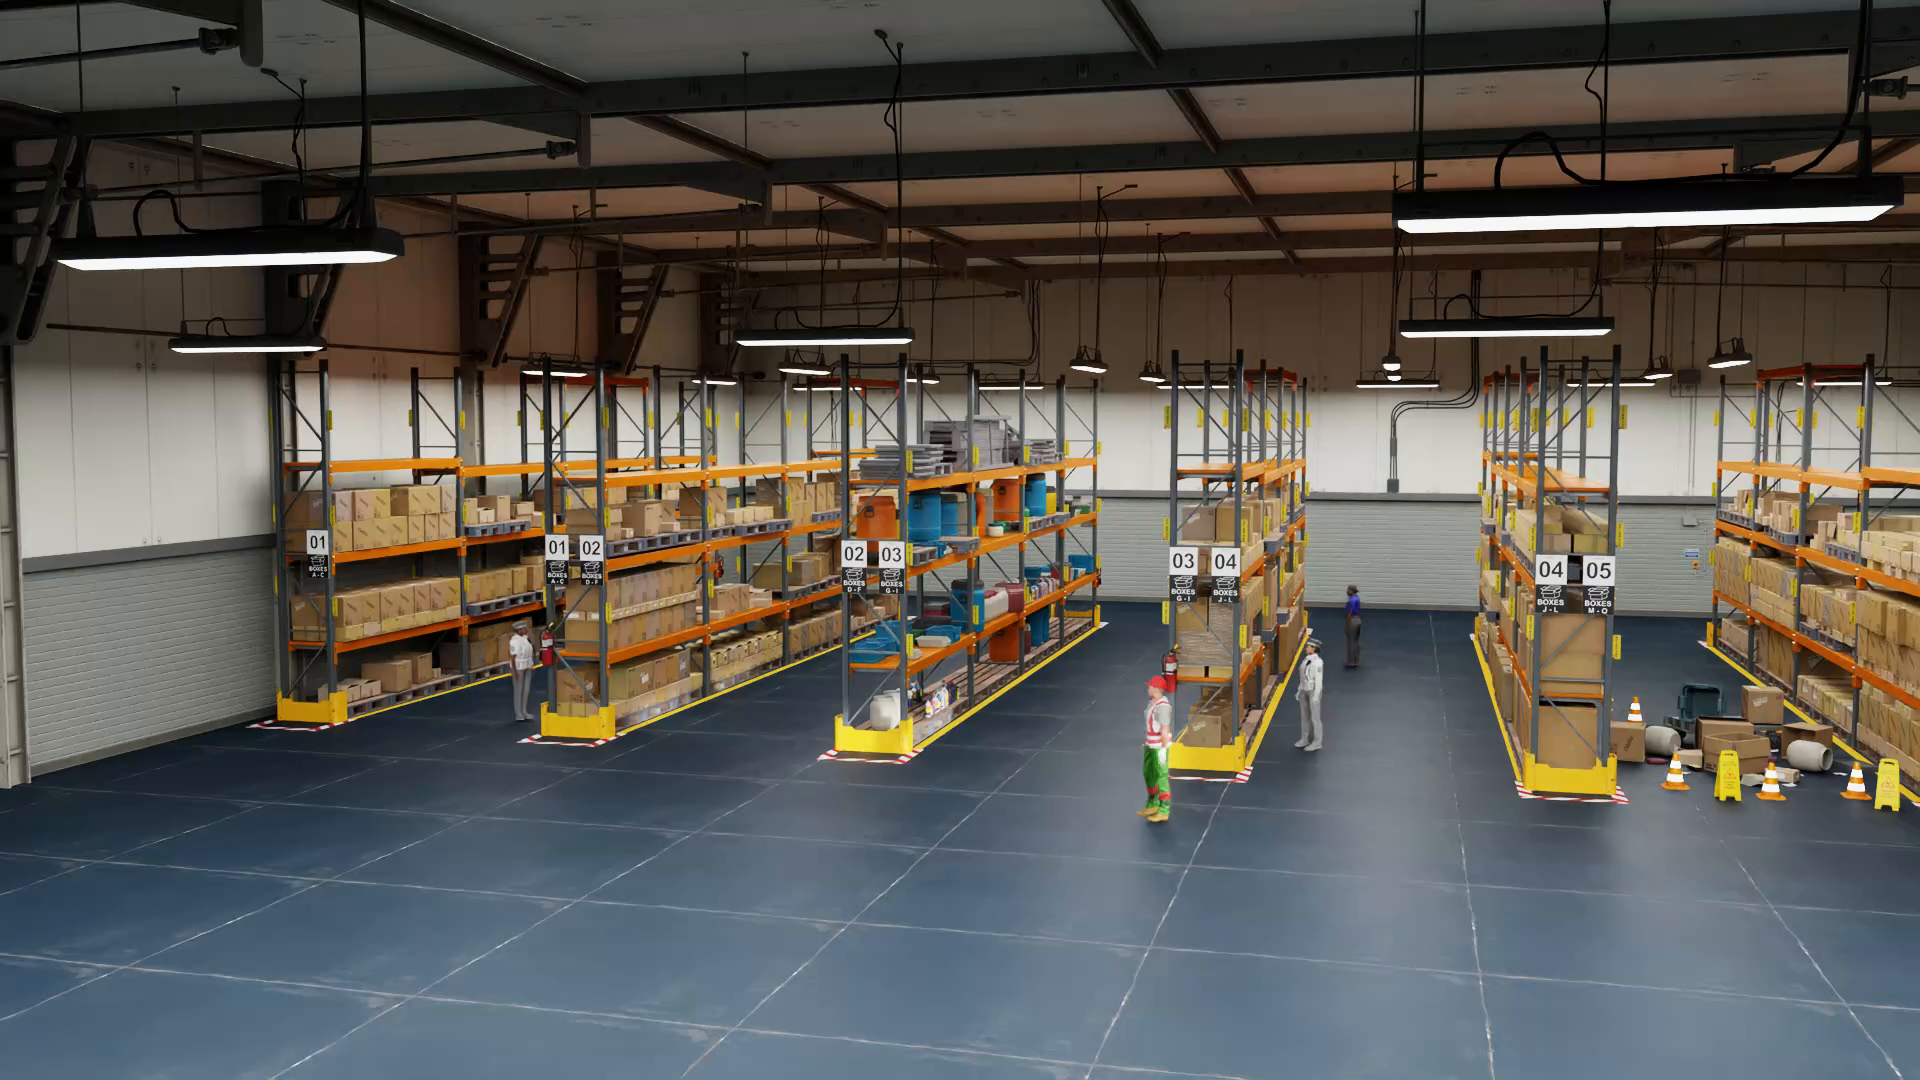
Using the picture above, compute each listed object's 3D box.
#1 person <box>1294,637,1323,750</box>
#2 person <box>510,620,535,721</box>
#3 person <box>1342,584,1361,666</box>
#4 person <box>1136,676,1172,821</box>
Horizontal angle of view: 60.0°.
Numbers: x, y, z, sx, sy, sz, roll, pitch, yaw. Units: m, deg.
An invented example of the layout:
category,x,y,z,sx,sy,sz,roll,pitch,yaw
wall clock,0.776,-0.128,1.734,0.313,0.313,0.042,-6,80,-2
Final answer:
category,x,y,z,sx,sy,sz,roll,pitch,yaw
person,5.341,2.332,25.374,0.383,1.690,0.530,-2,5,-27
person,-7.320,2.164,27.793,0.370,1.692,0.496,2,5,29
person,7.978,1.738,33.877,0.362,1.655,0.453,2,5,28
person,2.453,2.605,20.849,0.359,1.821,0.598,-1,4,-13
